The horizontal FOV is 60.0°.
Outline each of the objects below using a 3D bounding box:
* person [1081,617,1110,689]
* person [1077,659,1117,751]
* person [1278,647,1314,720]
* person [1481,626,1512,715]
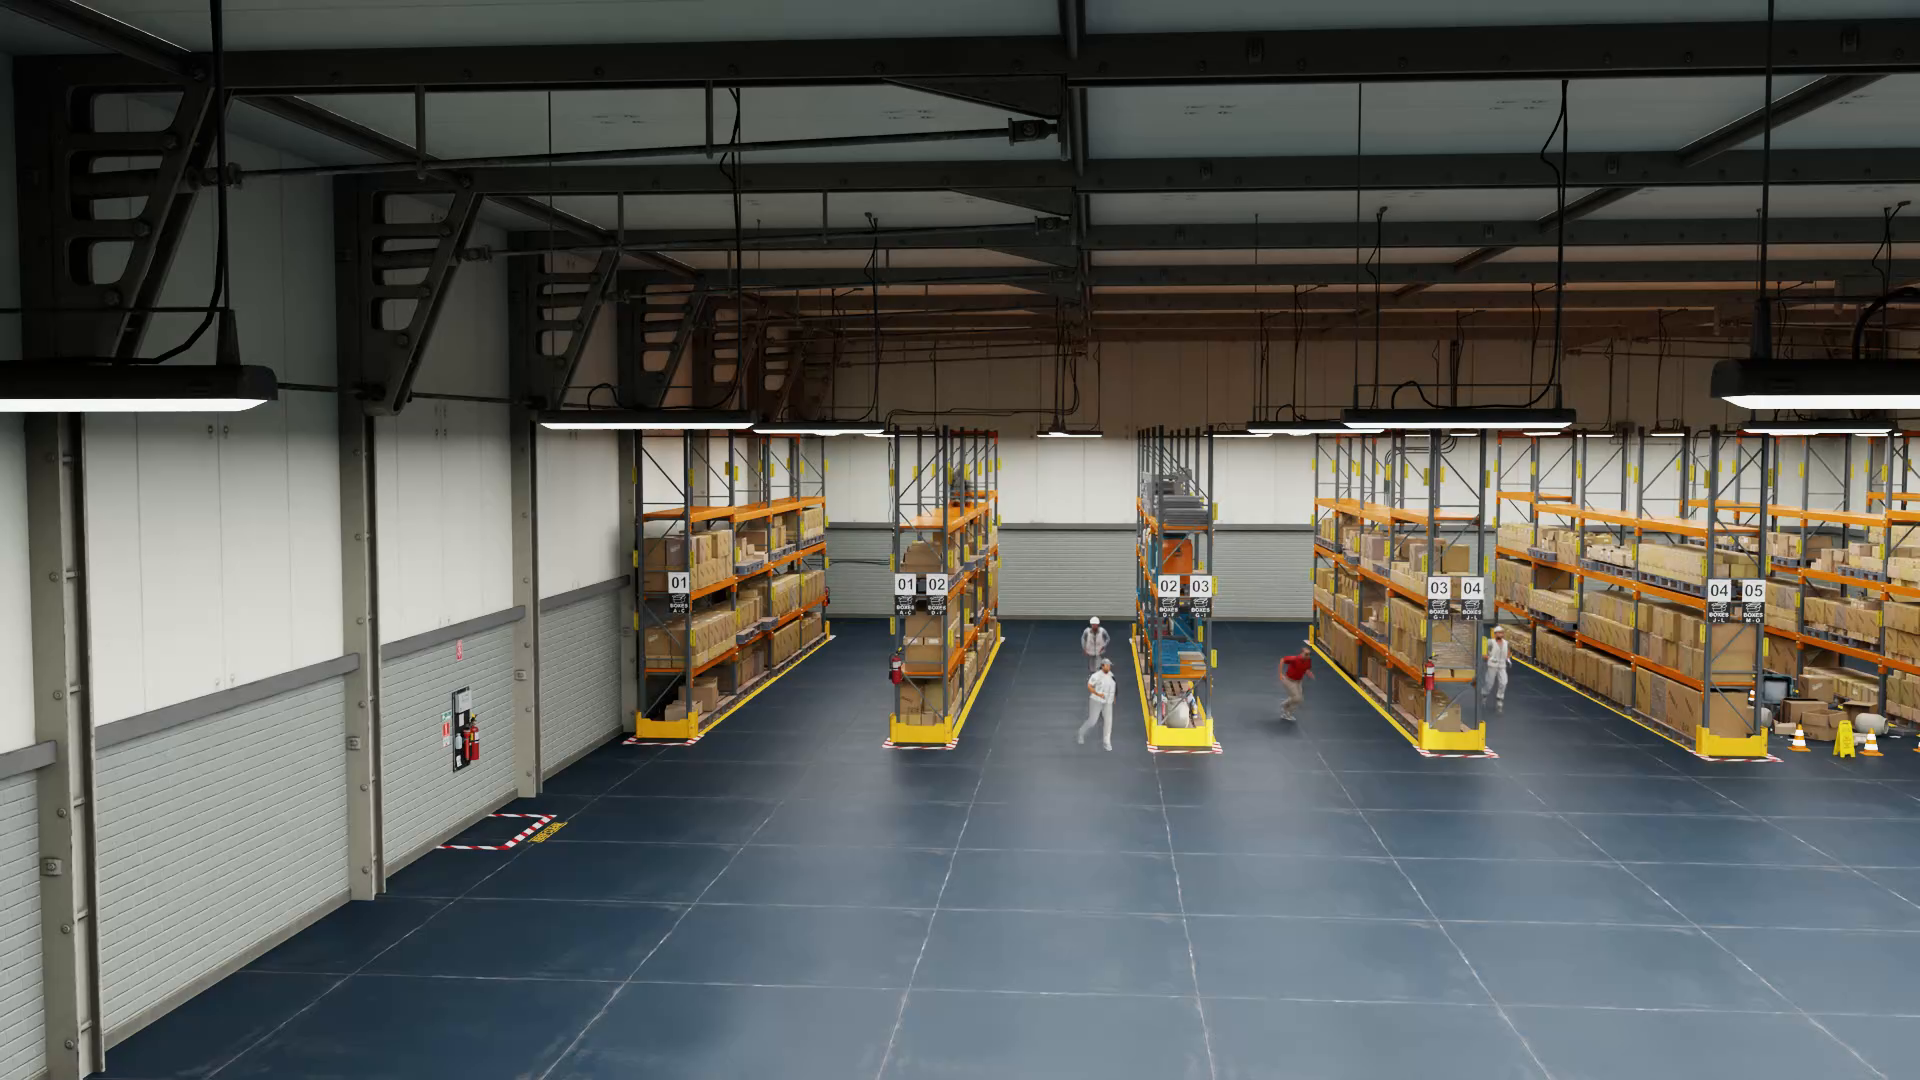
[{"bbox_3d":[3.111,2.600,38.153,0.656,1.719,0.878,0,3,4],"label":"person"},{"bbox_3d":[2.656,3.036,30.980,0.695,1.648,0.923,-2,4,-29],"label":"person"},{"bbox_3d":[6.798,2.923,33.739,0.694,1.550,0.878,-2,4,-32],"label":"person"},{"bbox_3d":[11.310,2.714,35.047,0.698,1.800,0.945,0,3,-2],"label":"person"}]
